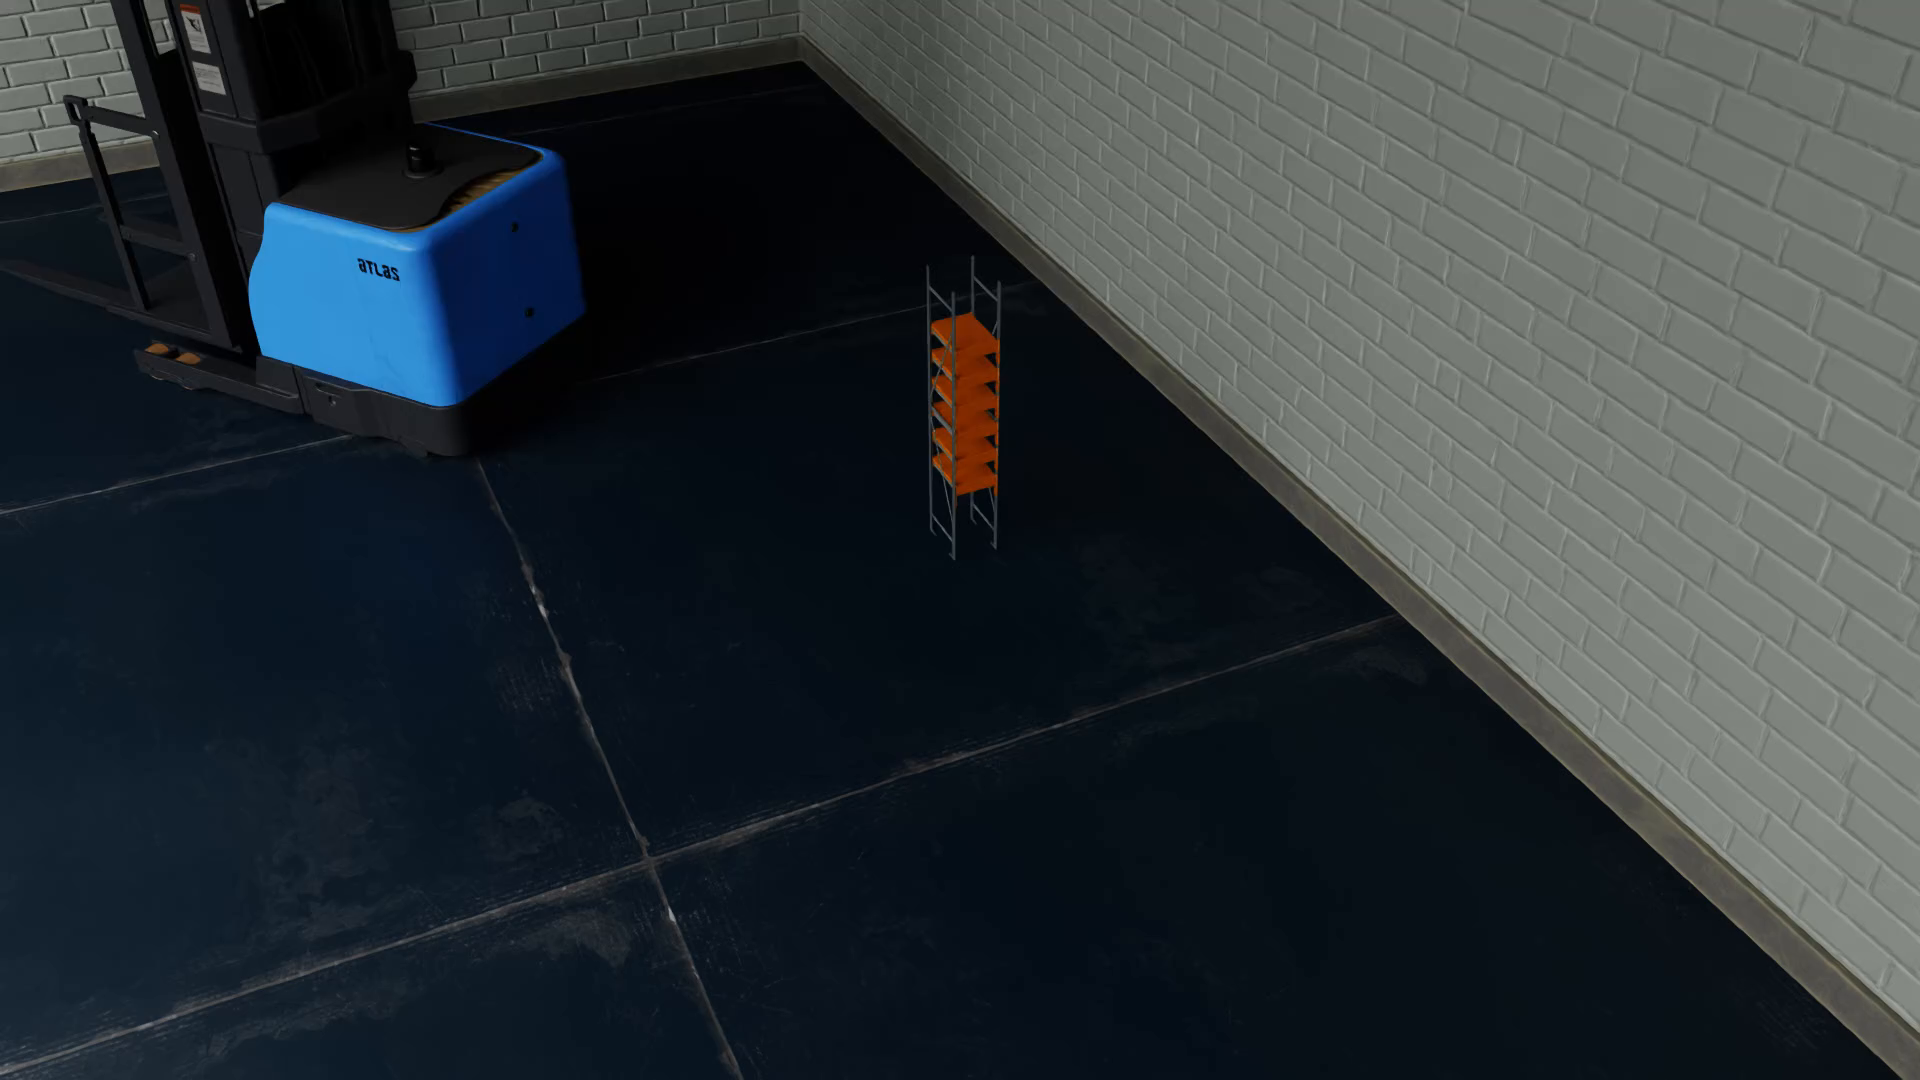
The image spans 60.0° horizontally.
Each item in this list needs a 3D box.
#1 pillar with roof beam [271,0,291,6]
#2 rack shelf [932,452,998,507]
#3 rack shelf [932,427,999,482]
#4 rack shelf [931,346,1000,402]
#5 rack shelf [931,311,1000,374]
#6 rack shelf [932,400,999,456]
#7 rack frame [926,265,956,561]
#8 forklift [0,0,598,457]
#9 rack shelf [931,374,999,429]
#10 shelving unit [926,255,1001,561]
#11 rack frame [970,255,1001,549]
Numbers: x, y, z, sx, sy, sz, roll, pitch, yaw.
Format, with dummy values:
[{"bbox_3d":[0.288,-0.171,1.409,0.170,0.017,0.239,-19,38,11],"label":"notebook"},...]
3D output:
[{"bbox_3d":[-1.860,-3.665,4.137,0.400,9.000,9.100,-16,39,-20],"label":"pillar with roof beam"},{"bbox_3d":[0.013,-0.257,6.567,0.180,0.103,0.258,-16,39,-20],"label":"rack shelf"},{"bbox_3d":[0.013,-0.354,6.495,0.180,0.103,0.258,-16,39,-20],"label":"rack shelf"},{"bbox_3d":[0.013,-0.643,6.281,0.180,0.103,0.258,-16,39,-20],"label":"rack shelf"},{"bbox_3d":[0.013,-0.739,6.210,0.180,0.103,0.258,-16,39,-20],"label":"rack shelf"},{"bbox_3d":[0.013,-0.450,6.424,0.180,0.103,0.258,-16,39,-20],"label":"rack shelf"},{"bbox_3d":[-0.070,-0.462,6.366,0.006,1.200,0.240,-16,39,-20],"label":"rack frame"},{"bbox_3d":[-3.255,-2.135,7.168,3.031,2.935,1.130,16,40,21],"label":"forklift"},{"bbox_3d":[0.013,-0.546,6.352,0.180,0.103,0.258,-16,39,-20],"label":"rack shelf"},{"bbox_3d":[0.013,-0.486,6.398,0.189,1.200,0.258,-16,39,-20],"label":"shelving unit"},{"bbox_3d":[0.096,-0.509,6.429,0.006,1.200,0.240,-16,39,-20],"label":"rack frame"}]
